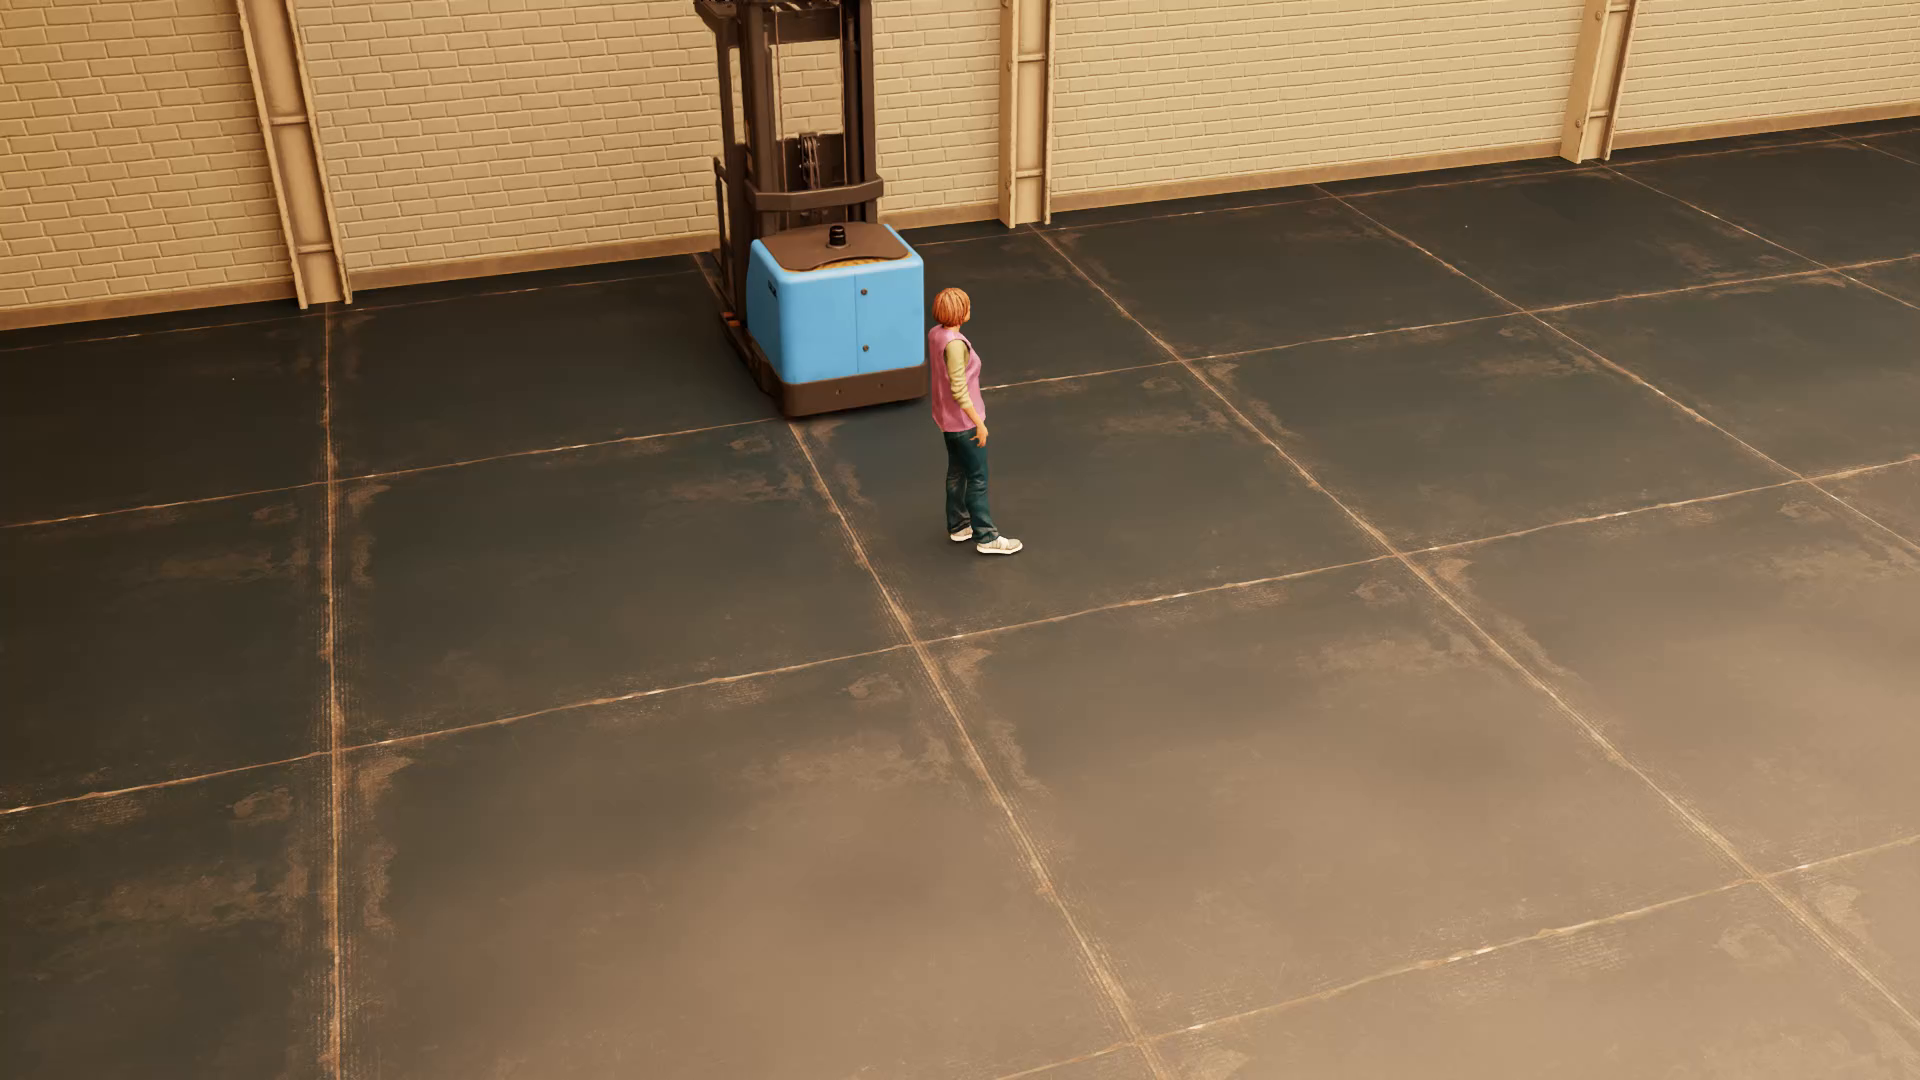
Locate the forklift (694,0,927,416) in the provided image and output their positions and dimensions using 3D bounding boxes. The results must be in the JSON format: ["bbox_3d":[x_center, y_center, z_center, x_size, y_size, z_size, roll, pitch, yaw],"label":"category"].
[{"bbox_3d":[-1.218,-2.835,12.014,1.130,2.935,3.031,-10,32,-18],"label":"forklift"}]

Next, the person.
[{"bbox_3d":[0.074,-0.703,9.633,0.476,1.596,0.520,-10,31,-16],"label":"person"}]
